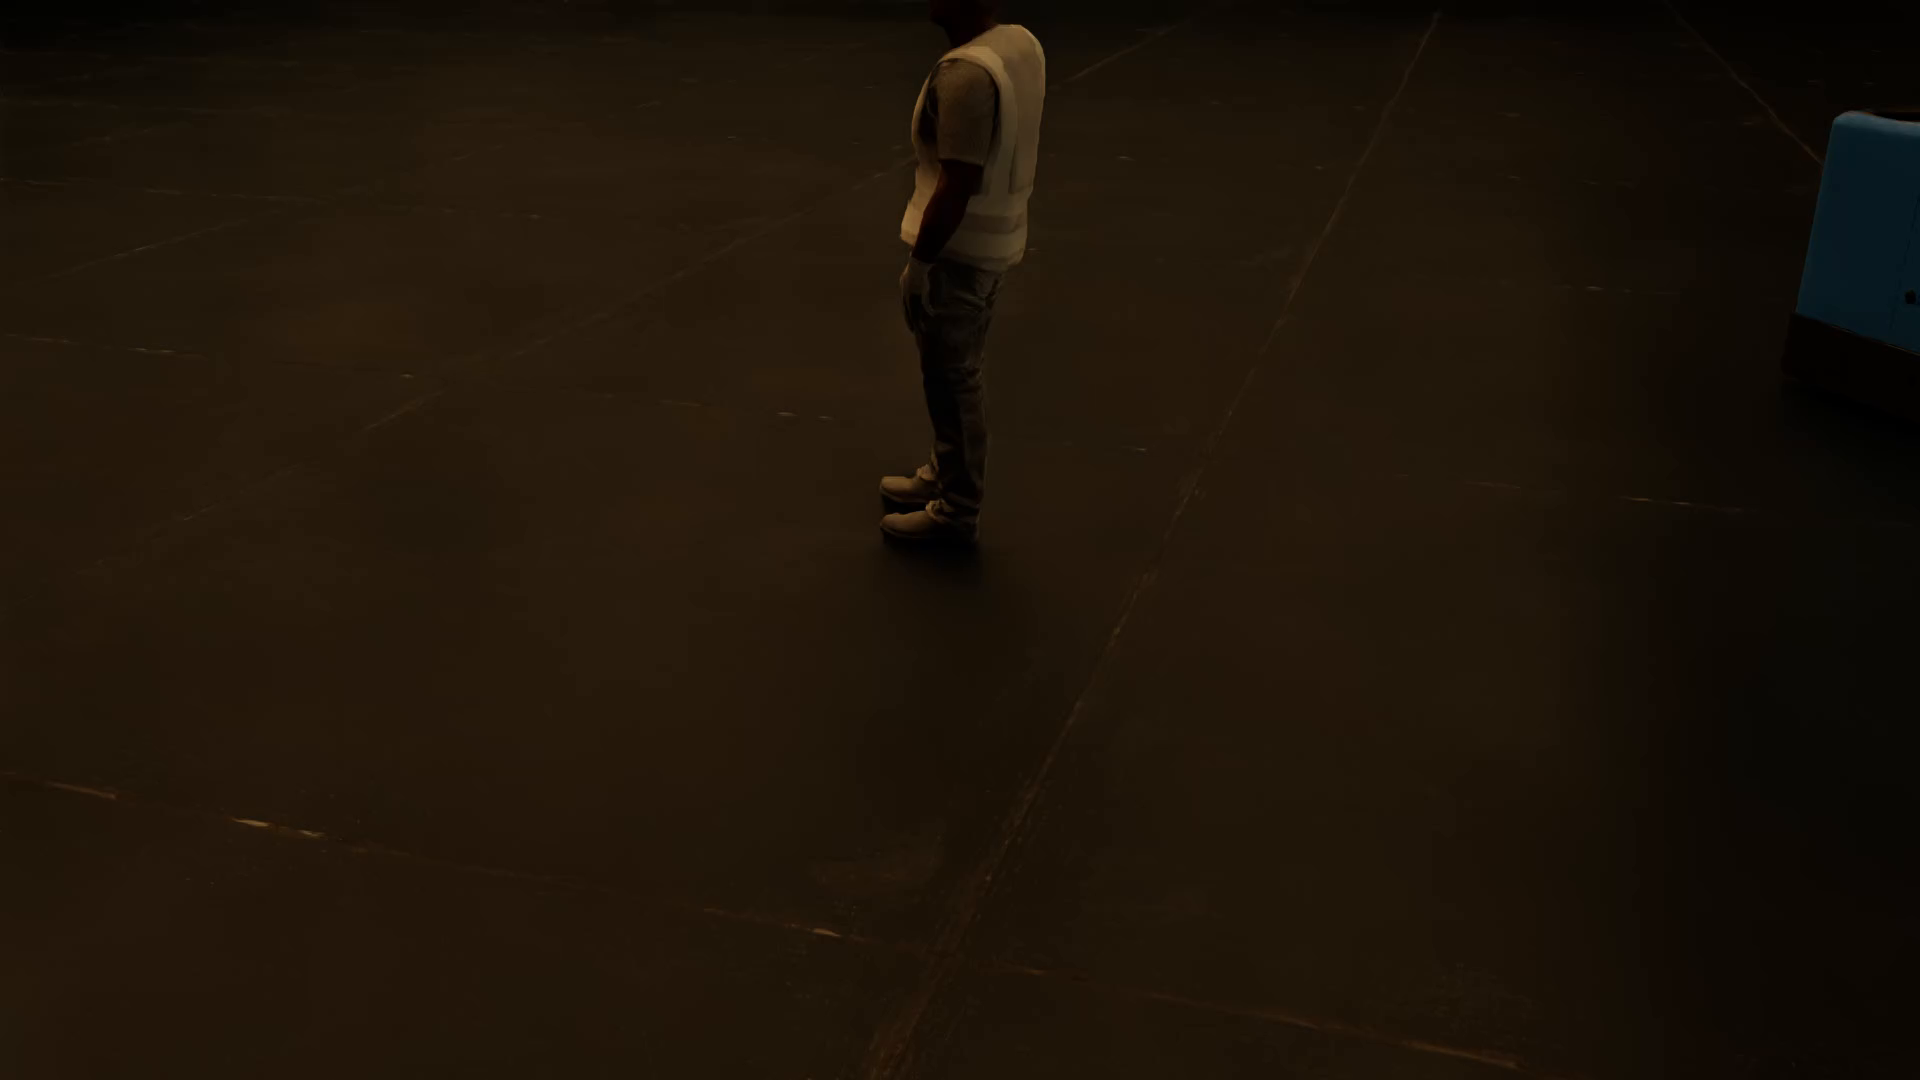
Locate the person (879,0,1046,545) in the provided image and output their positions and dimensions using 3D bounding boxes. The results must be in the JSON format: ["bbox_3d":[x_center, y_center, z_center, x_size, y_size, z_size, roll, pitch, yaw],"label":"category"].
[{"bbox_3d":[-0.066,-0.842,4.804,0.576,1.782,0.655,7,23,16],"label":"person"}]

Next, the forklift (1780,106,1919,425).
[{"bbox_3d":[4.800,-1.951,6.006,3.031,2.935,1.130,-7,23,-16],"label":"forklift"}]
